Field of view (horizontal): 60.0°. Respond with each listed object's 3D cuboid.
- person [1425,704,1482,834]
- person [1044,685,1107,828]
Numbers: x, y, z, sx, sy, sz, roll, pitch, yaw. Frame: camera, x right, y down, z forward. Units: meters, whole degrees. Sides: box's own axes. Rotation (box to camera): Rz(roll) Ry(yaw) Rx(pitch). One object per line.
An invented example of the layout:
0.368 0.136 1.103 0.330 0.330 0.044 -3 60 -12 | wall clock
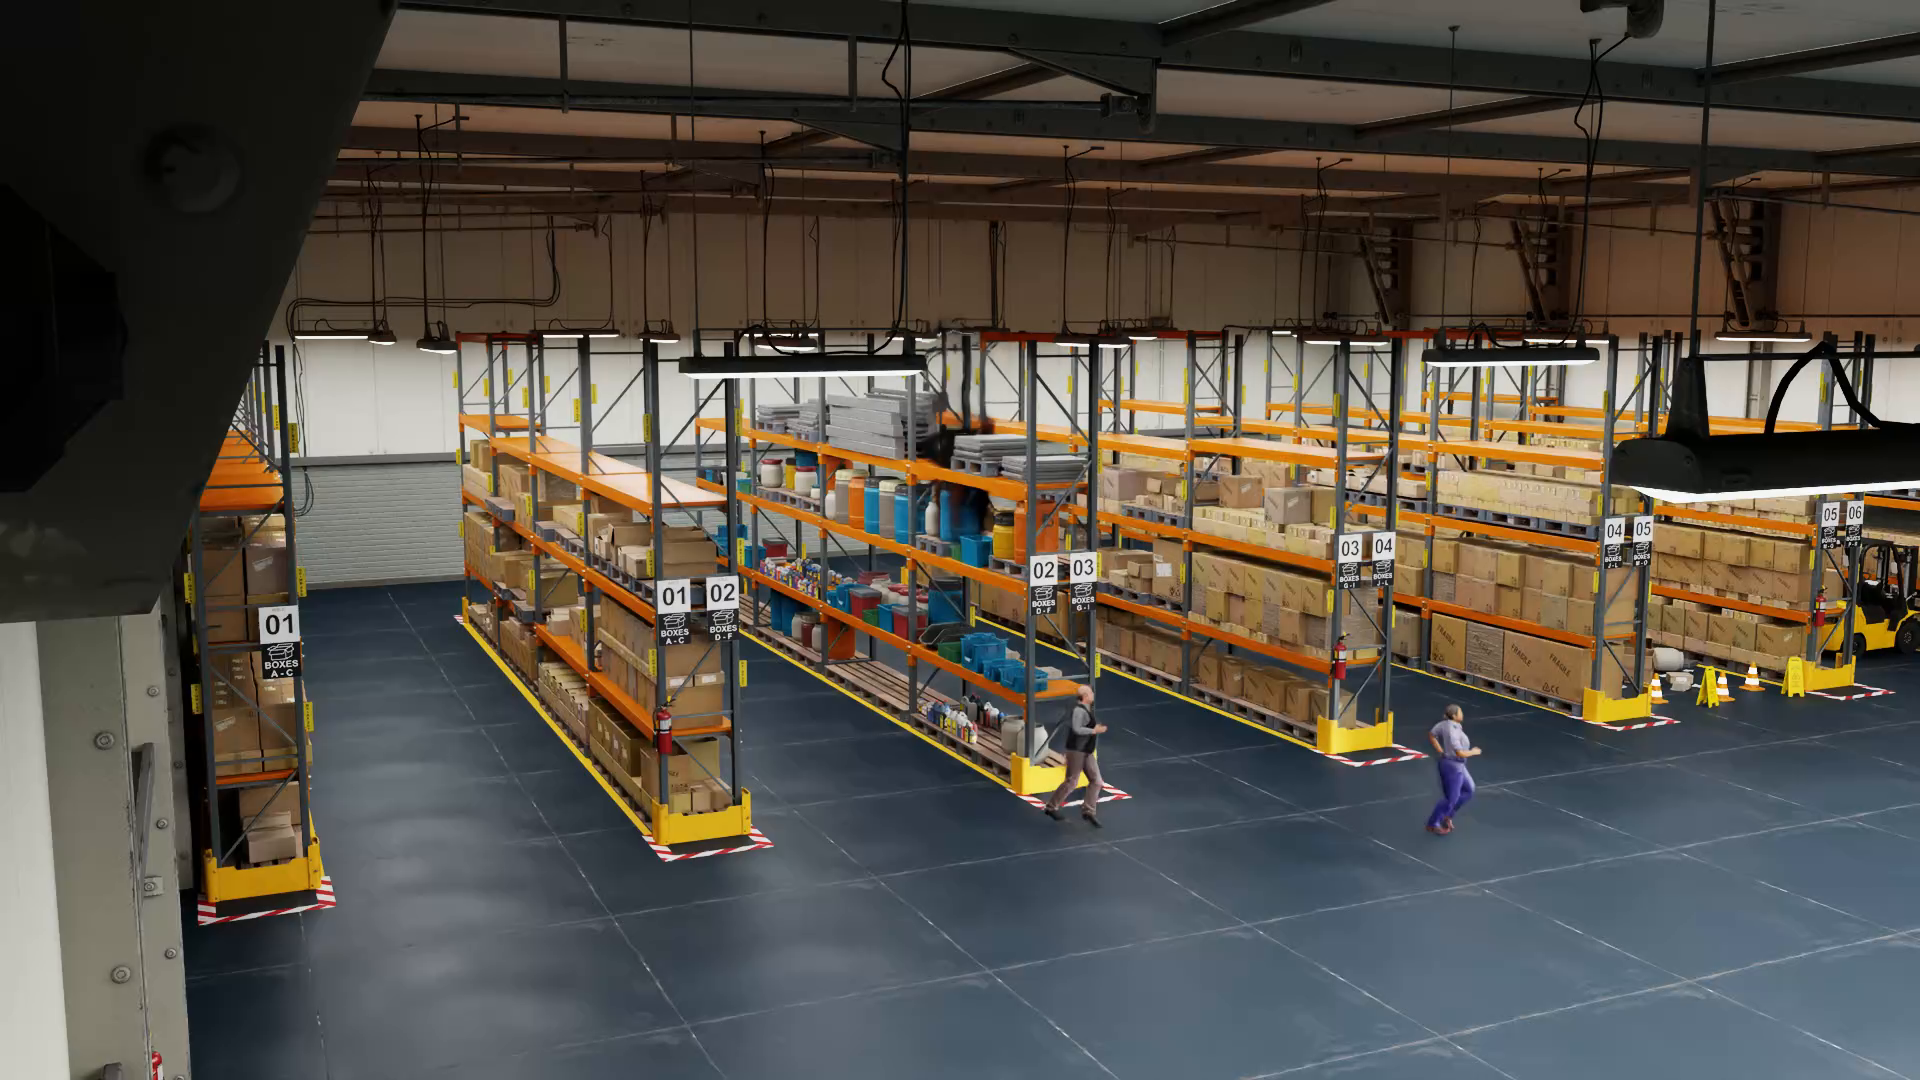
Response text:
6.031 2.794 20.311 0.643 1.629 0.579 1 8 6 | person
1.494 2.695 20.879 0.741 1.747 0.677 3 8 20 | person
